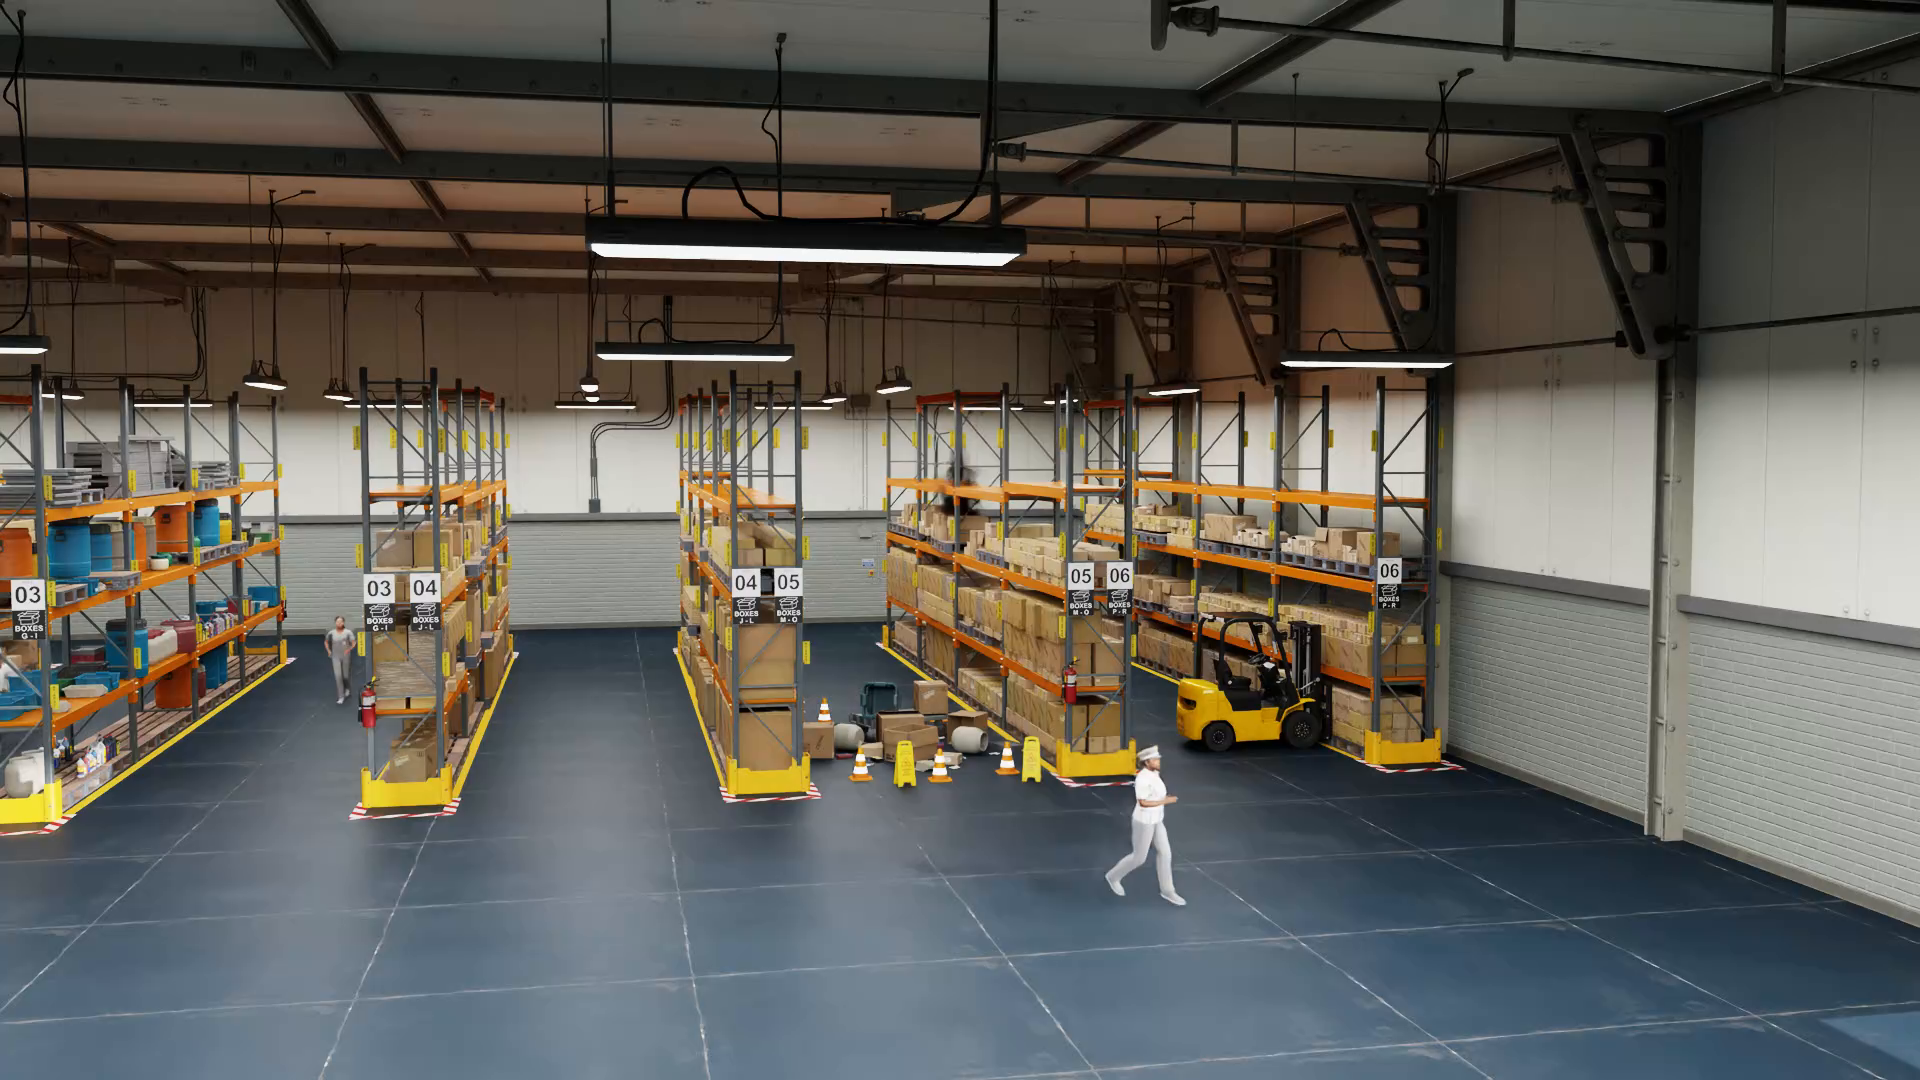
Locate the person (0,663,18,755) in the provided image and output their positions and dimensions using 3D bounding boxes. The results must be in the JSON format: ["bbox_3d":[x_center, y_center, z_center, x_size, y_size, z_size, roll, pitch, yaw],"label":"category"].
[{"bbox_3d":[-15.385,2.567,26.482,0.730,1.727,0.594,-1,4,-14],"label":"person"}]

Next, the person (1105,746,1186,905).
[{"bbox_3d":[2.013,3.060,17.998,0.901,1.702,0.604,2,4,29],"label":"person"}]

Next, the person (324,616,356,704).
[{"bbox_3d":[-11.908,2.277,31.954,0.574,1.658,0.752,-1,4,-17],"label":"person"}]
